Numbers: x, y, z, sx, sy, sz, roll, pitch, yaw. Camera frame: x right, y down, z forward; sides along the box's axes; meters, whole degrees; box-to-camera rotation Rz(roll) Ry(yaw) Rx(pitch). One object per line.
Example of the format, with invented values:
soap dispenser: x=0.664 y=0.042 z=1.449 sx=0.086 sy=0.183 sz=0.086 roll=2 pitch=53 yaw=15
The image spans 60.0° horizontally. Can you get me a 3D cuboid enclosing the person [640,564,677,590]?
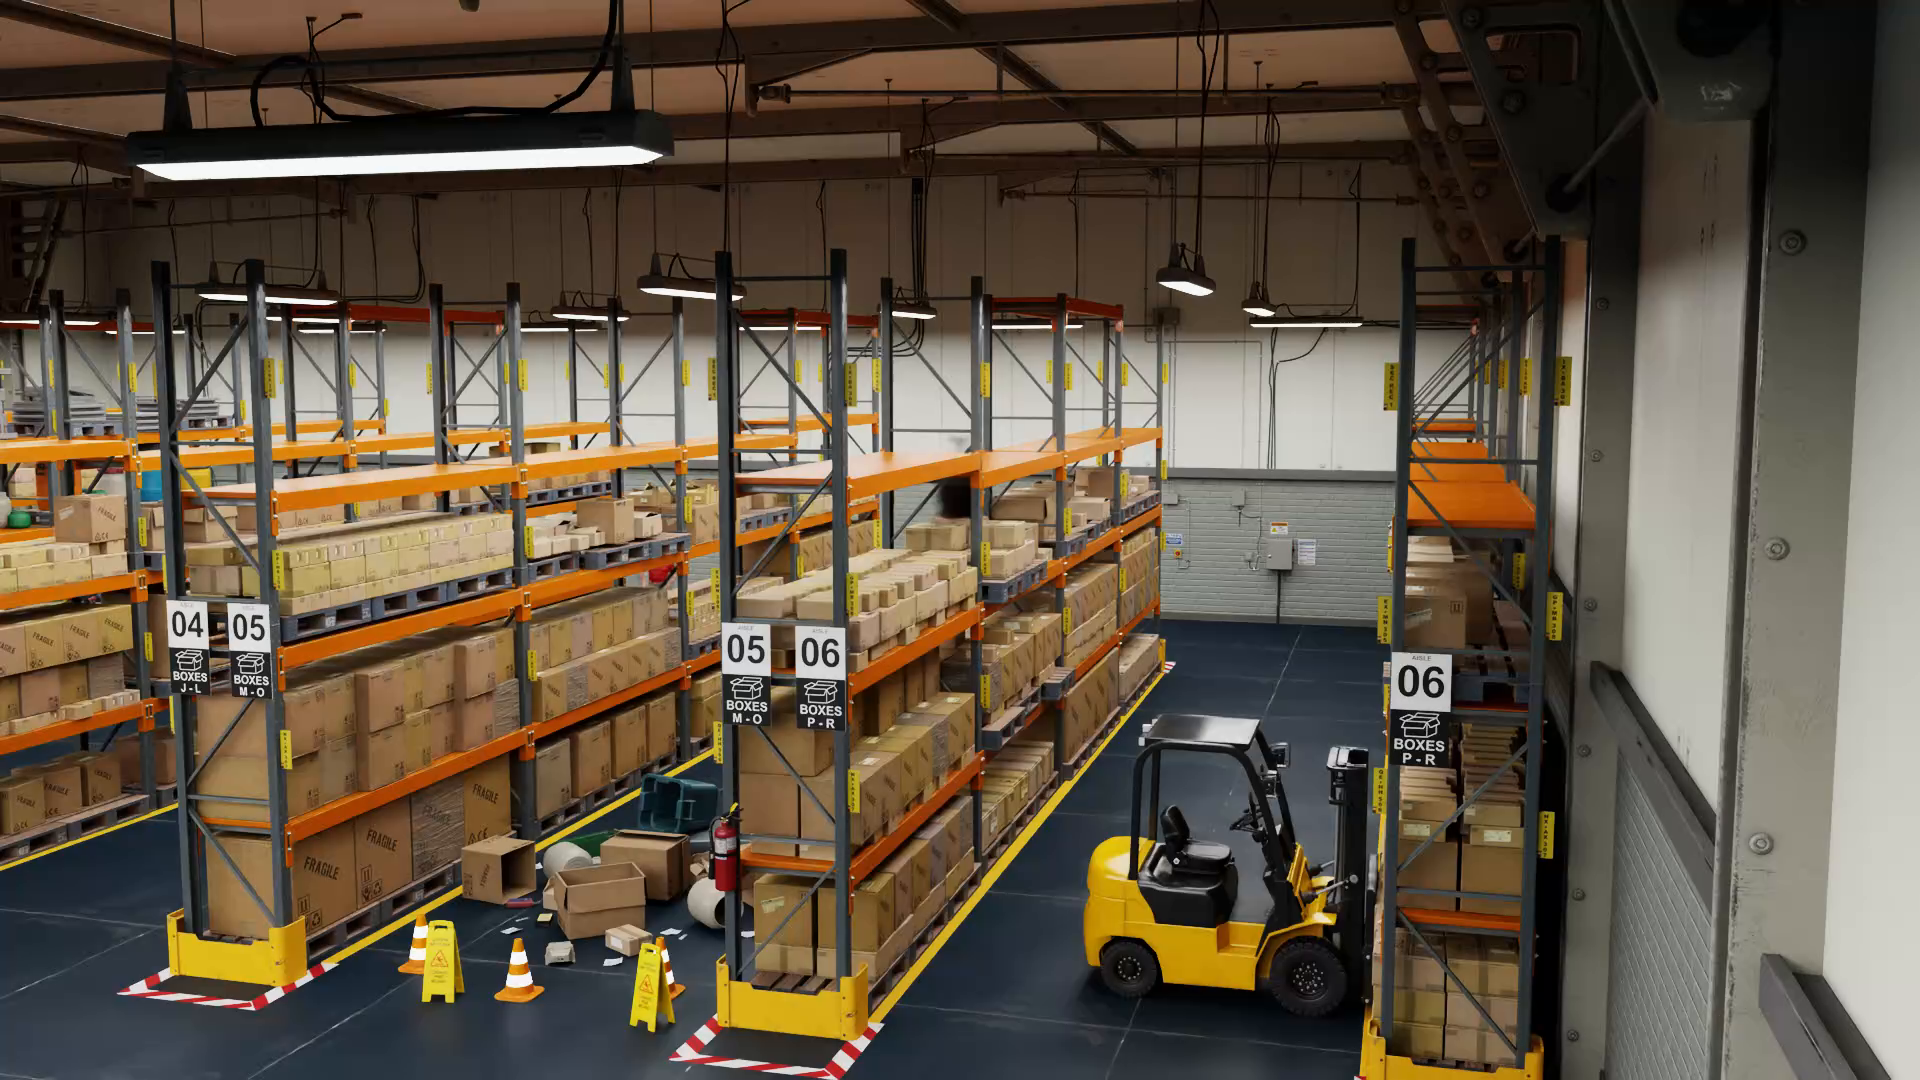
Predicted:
person: x=-5.829 y=0.932 z=32.214 sx=0.715 sy=1.676 sz=0.557 roll=-1 pitch=6 yaw=-12
